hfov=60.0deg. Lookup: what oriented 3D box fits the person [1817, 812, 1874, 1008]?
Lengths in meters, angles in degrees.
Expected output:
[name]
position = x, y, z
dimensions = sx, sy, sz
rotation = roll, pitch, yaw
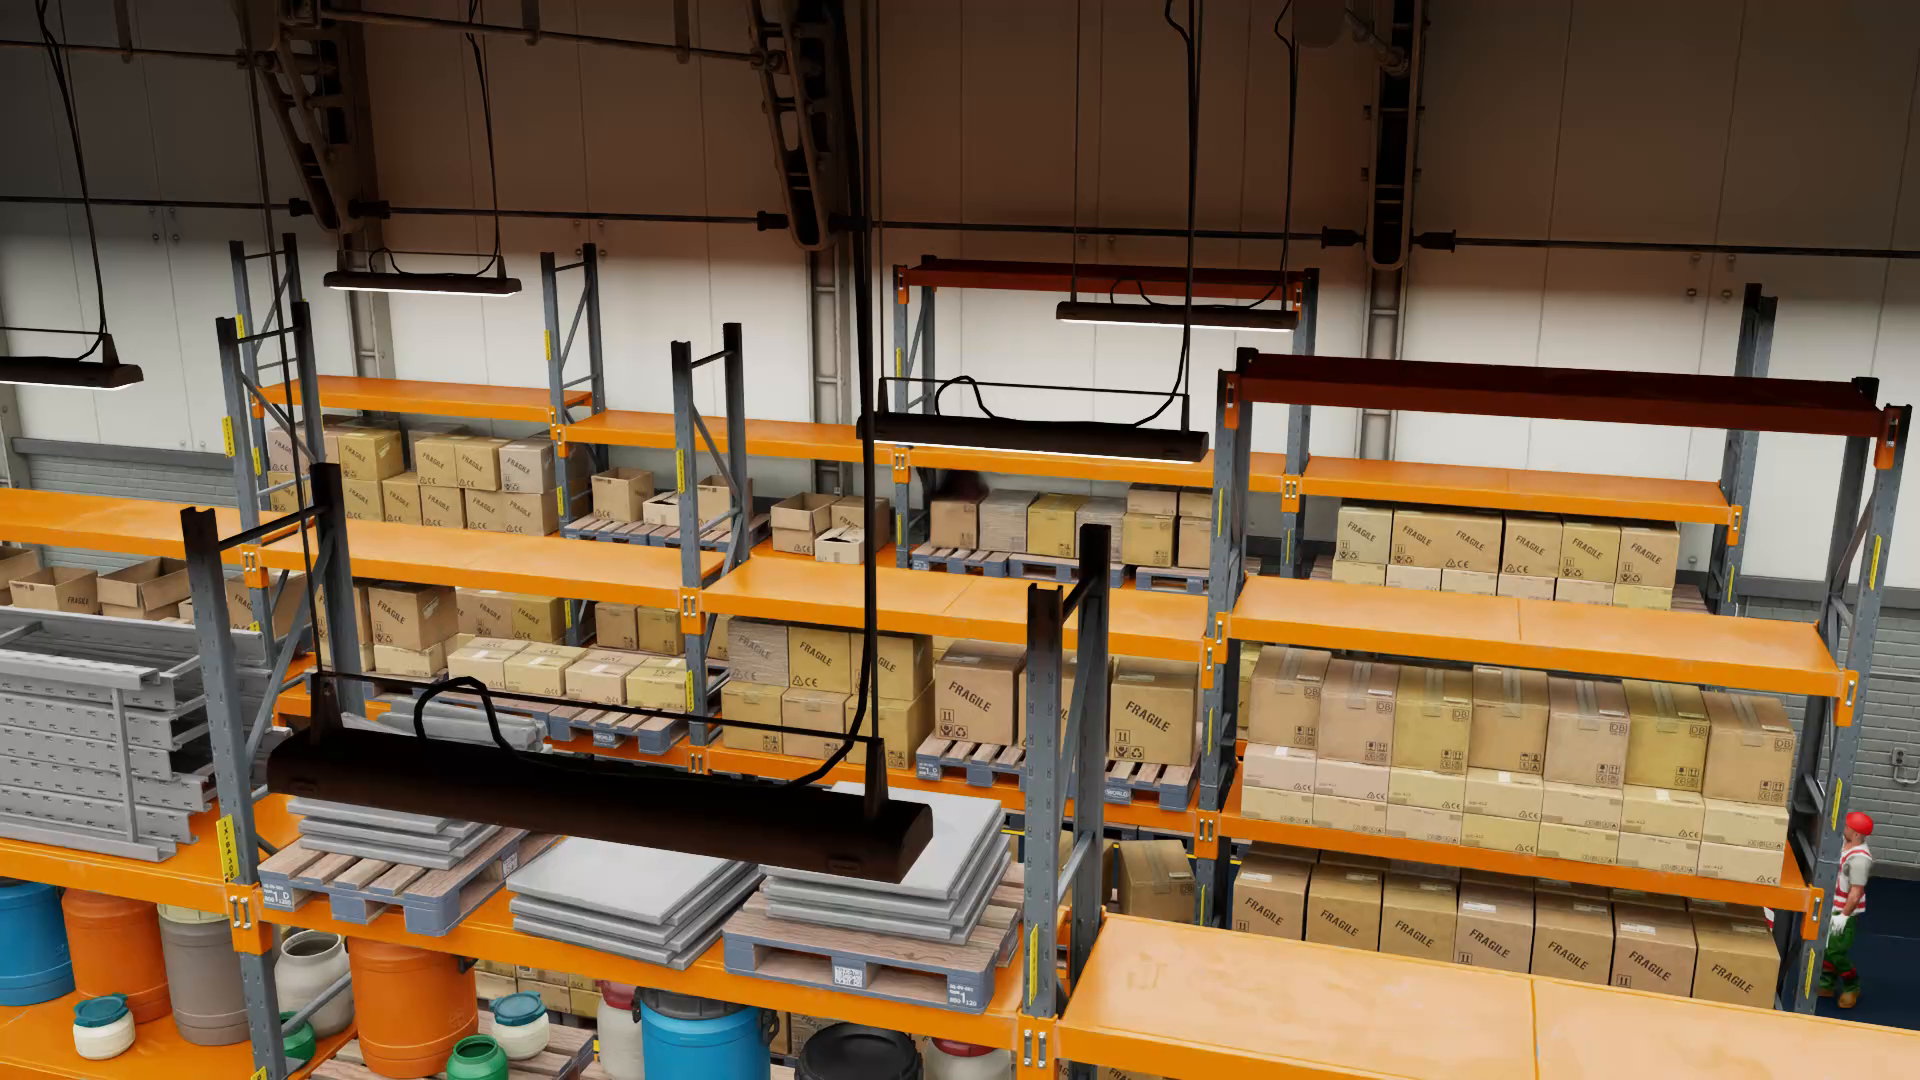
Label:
[person]
position = 7.645, 3.191, 14.450
dimensions = 0.459, 1.797, 0.598
rotation = -2, 16, -7
